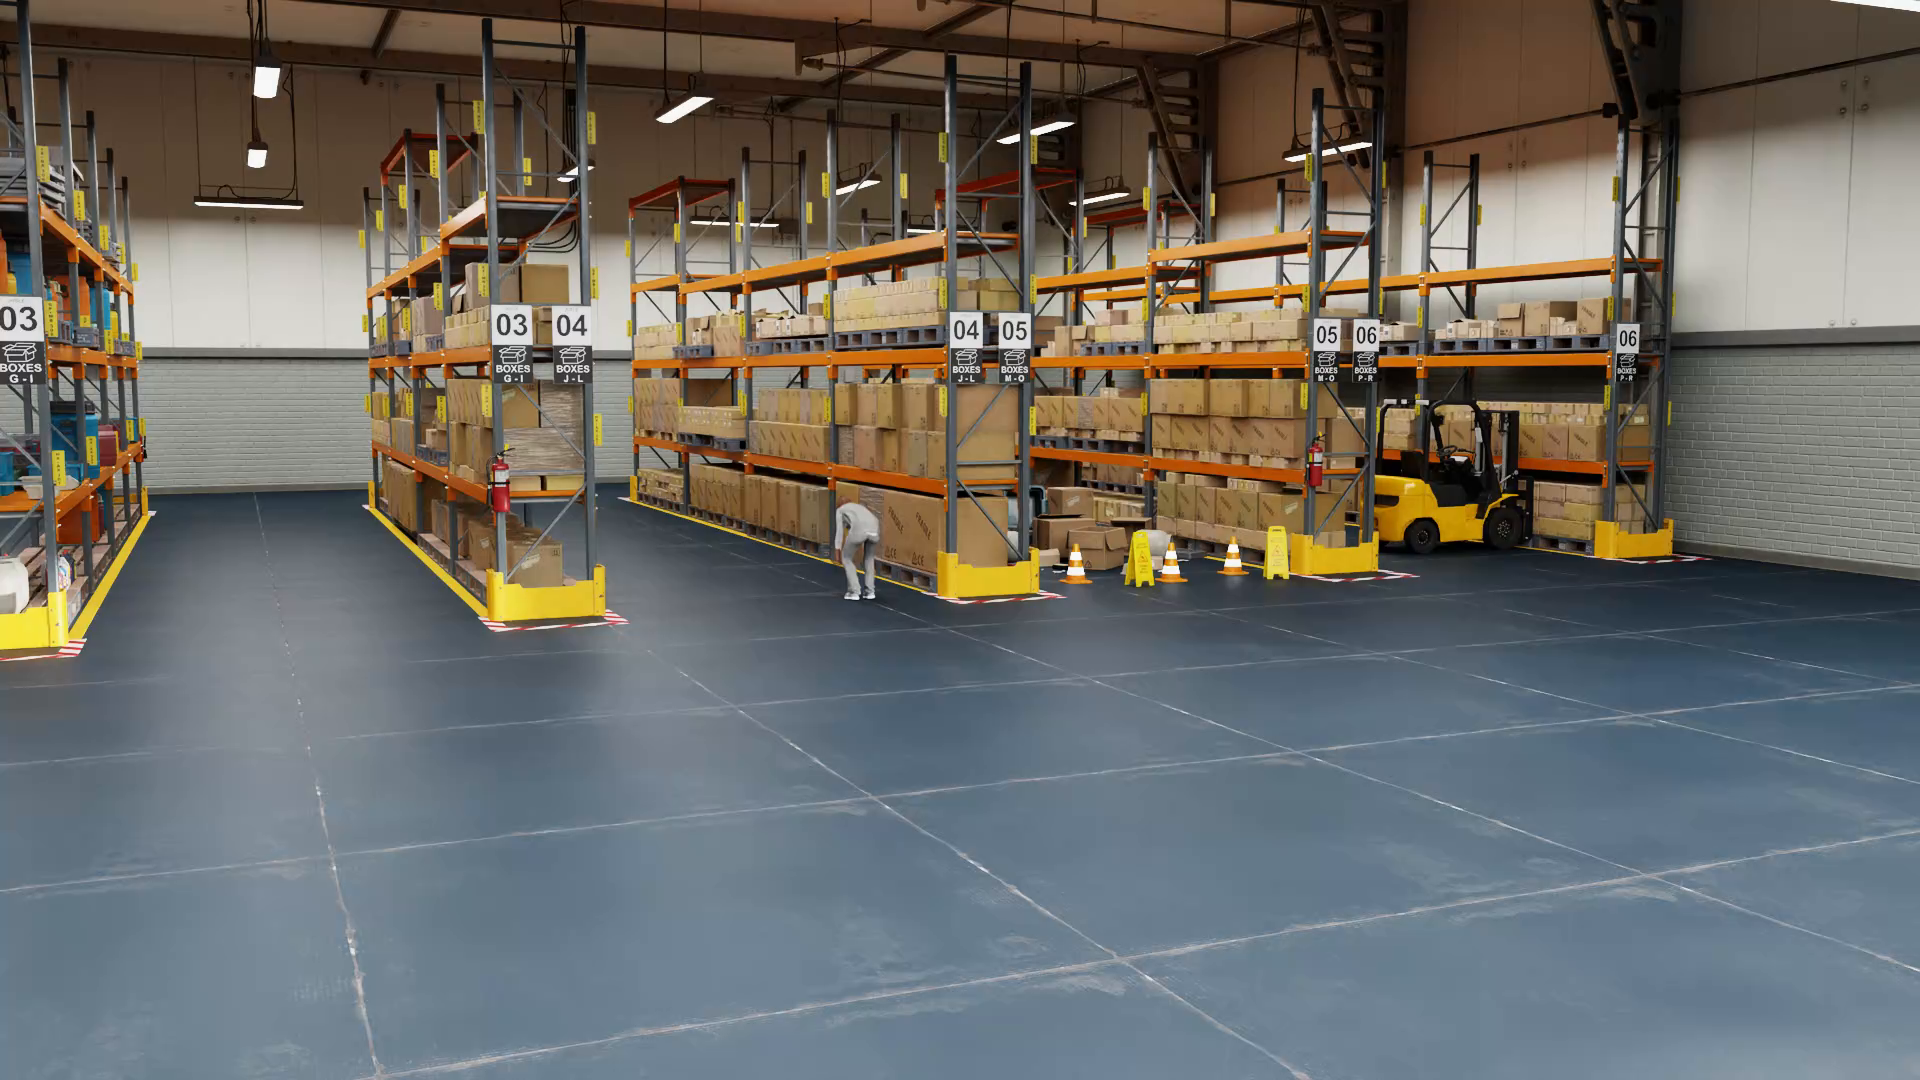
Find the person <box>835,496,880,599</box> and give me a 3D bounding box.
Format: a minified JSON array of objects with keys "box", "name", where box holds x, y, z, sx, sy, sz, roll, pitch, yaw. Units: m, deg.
[{"box":[-1.179,0.094,18.713,0.399,1.118,0.841,-3,6,-26],"name":"person"}]
